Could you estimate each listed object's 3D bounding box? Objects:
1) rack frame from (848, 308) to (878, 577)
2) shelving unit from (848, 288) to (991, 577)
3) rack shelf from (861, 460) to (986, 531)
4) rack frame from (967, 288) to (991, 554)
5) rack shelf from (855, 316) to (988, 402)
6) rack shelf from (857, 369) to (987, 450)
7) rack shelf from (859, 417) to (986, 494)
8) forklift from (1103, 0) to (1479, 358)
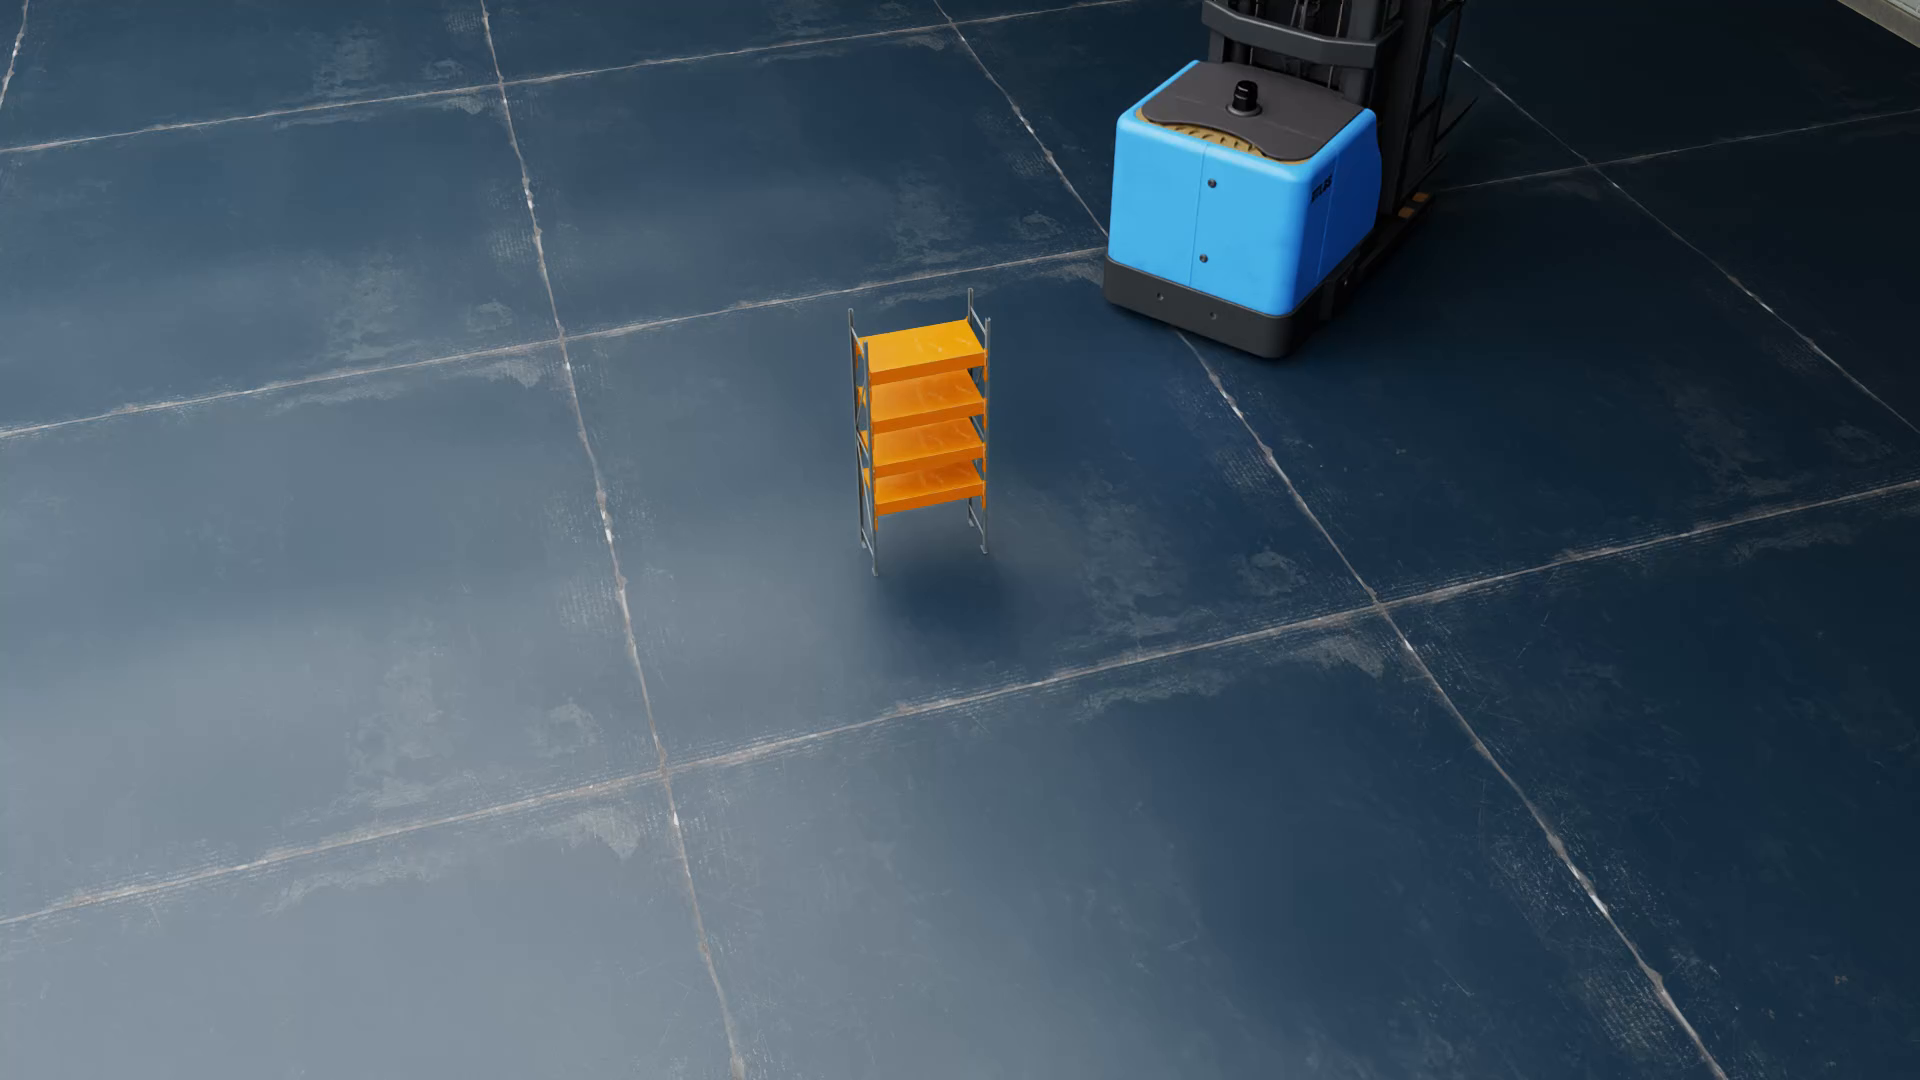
[{"bbox_3d":[-0.391,-0.371,6.763,0.015,1.200,0.240,-12,42,-13],"label":"rack frame"},{"bbox_3d":[-0.158,-0.419,6.818,0.503,1.200,0.258,-12,42,-13],"label":"shelving unit"},{"bbox_3d":[-0.158,-0.219,6.993,0.480,0.148,0.258,-12,42,-13],"label":"rack shelf"},{"bbox_3d":[0.075,-0.467,6.873,0.015,1.200,0.240,-12,42,-13],"label":"rack frame"},{"bbox_3d":[-0.158,-0.715,6.559,0.480,0.148,0.258,-12,42,-13],"label":"rack shelf"},{"bbox_3d":[-0.158,-0.537,6.715,0.480,0.148,0.258,-12,42,-13],"label":"rack shelf"},{"bbox_3d":[-0.158,-0.368,6.862,0.480,0.148,0.258,-12,42,-13],"label":"rack shelf"},{"bbox_3d":[1.986,-2.931,8.377,1.130,2.935,3.031,24,47,25],"label":"forklift"}]
